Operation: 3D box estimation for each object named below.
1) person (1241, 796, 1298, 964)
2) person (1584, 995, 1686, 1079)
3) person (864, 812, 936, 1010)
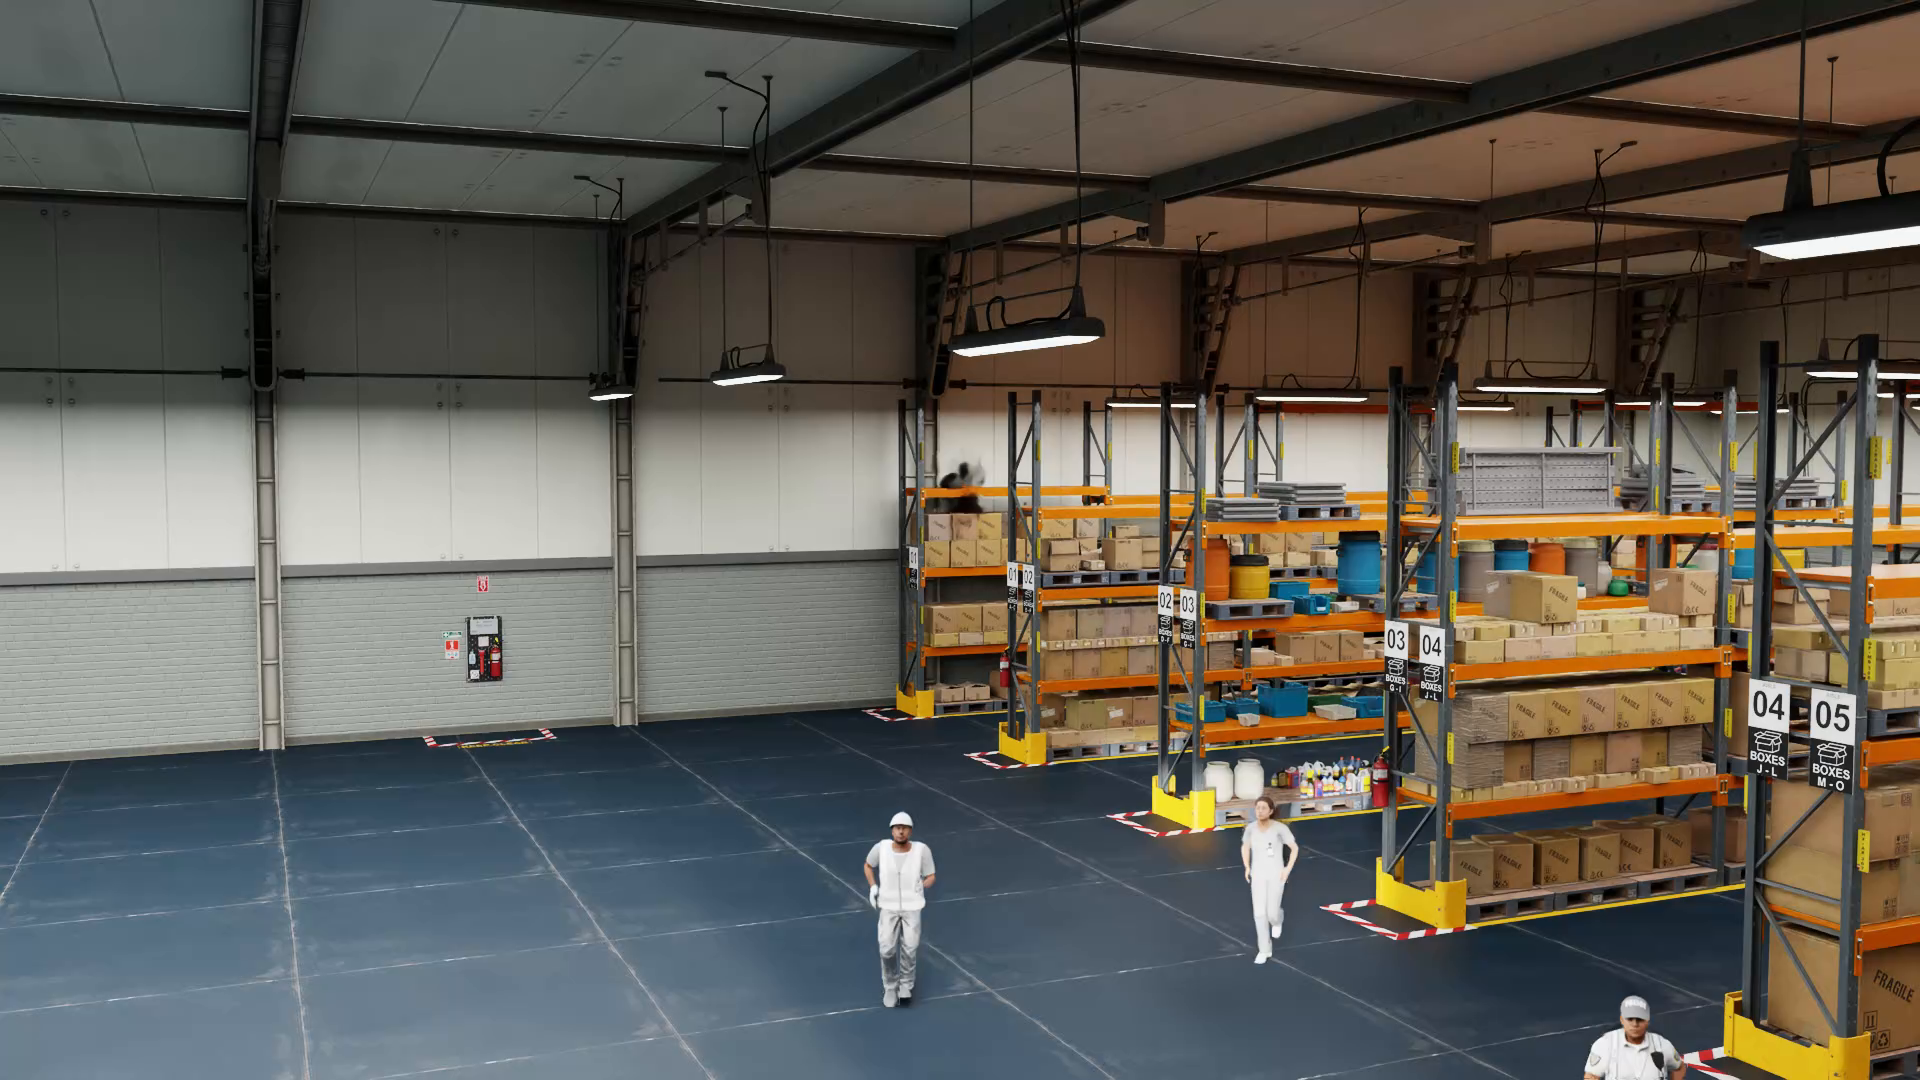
[{"bbox_3d":[3.117,3.374,16.705,0.572,1.652,0.638,2,4,26],"label":"person"},{"bbox_3d":[4.241,3.701,10.472,0.595,1.683,0.904,1,4,22],"label":"person"},{"bbox_3d":[-0.549,3.392,15.173,0.660,1.795,0.660,0,3,-2],"label":"person"}]
